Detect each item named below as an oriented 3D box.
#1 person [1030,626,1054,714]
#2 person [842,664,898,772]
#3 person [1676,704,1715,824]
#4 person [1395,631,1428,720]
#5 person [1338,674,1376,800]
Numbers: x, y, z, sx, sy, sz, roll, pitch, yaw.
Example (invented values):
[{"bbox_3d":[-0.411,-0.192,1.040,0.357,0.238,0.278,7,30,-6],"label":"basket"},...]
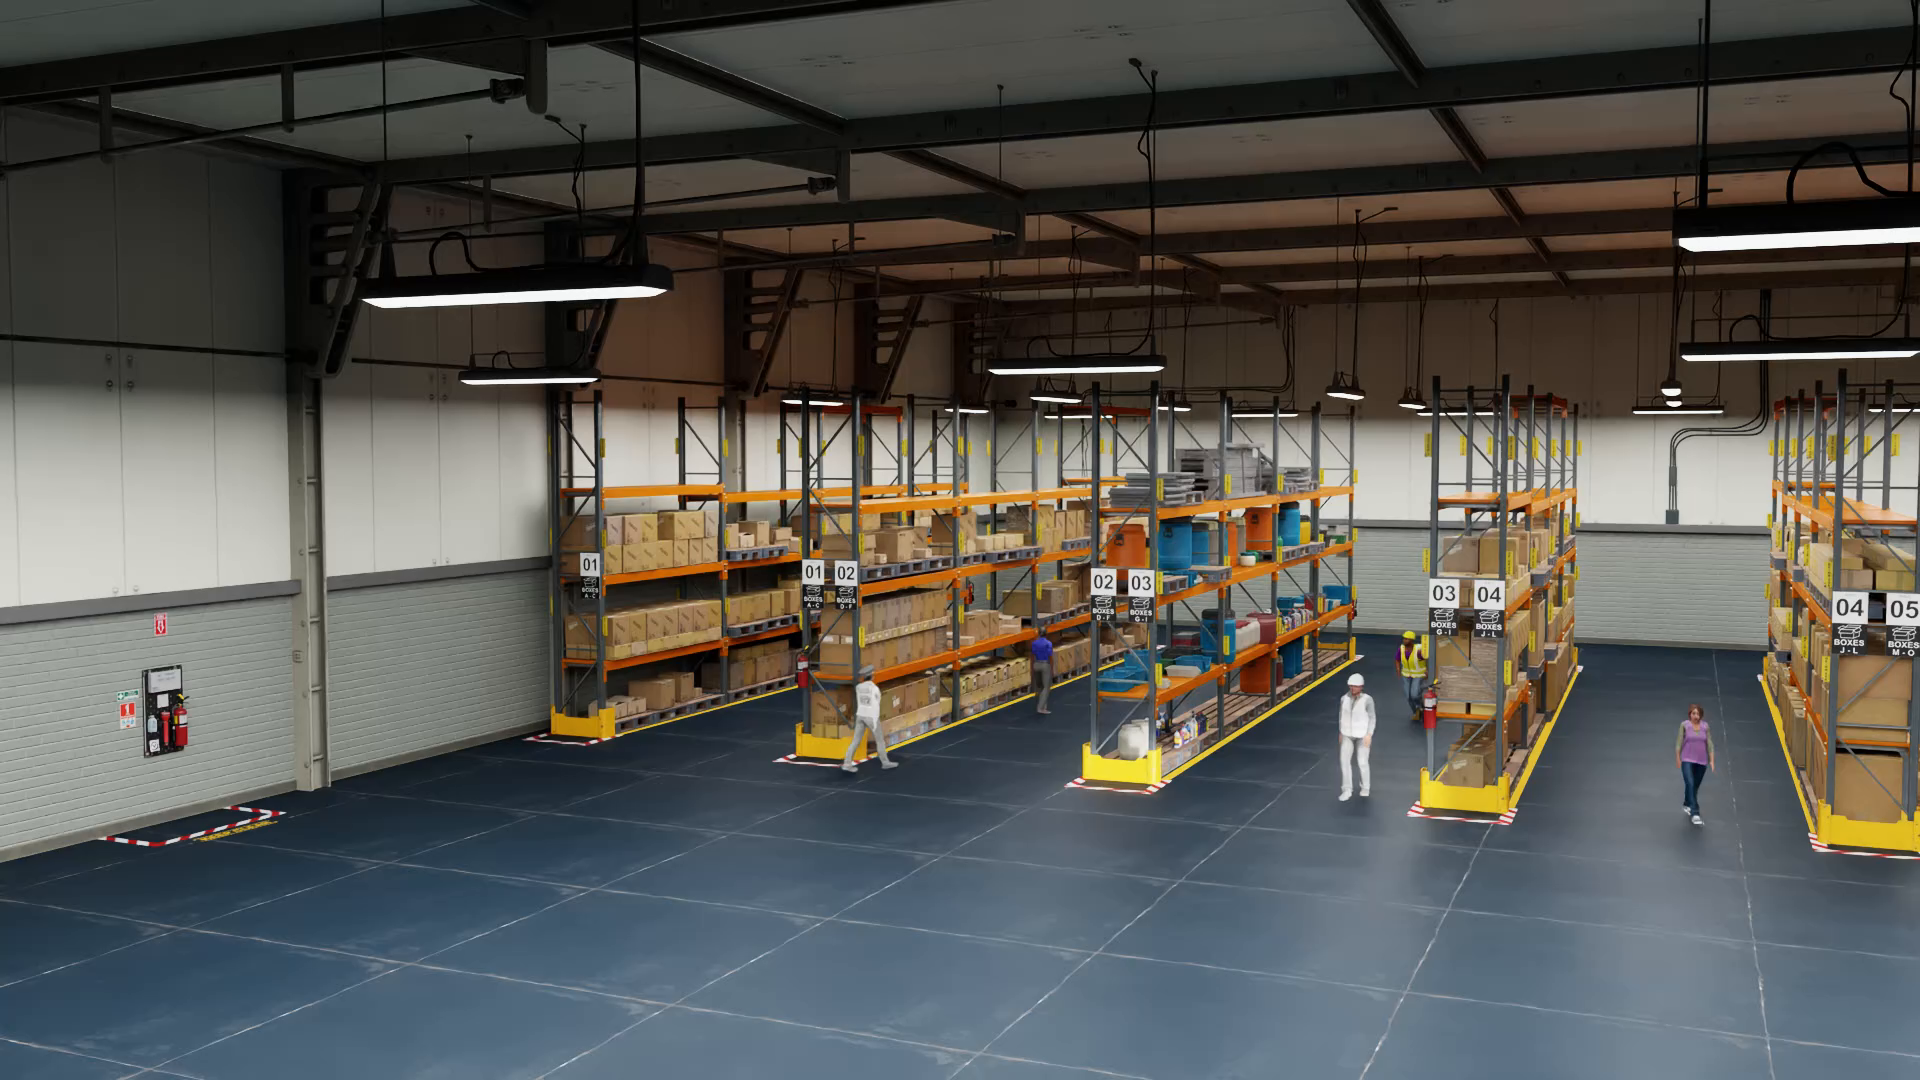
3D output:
[{"bbox_3d":[1.572,2.455,31.418,0.493,1.632,0.736,2,4,28],"label":"person"},{"bbox_3d":[-1.404,2.740,25.643,0.499,1.632,0.987,3,4,43],"label":"person"},{"bbox_3d":[9.853,2.973,22.255,0.433,1.551,0.907,0,3,6],"label":"person"},{"bbox_3d":[8.346,2.485,30.470,0.754,1.670,0.673,2,4,35],"label":"person"},{"bbox_3d":[5.666,2.817,23.782,0.580,1.810,0.590,2,4,37],"label":"person"}]
